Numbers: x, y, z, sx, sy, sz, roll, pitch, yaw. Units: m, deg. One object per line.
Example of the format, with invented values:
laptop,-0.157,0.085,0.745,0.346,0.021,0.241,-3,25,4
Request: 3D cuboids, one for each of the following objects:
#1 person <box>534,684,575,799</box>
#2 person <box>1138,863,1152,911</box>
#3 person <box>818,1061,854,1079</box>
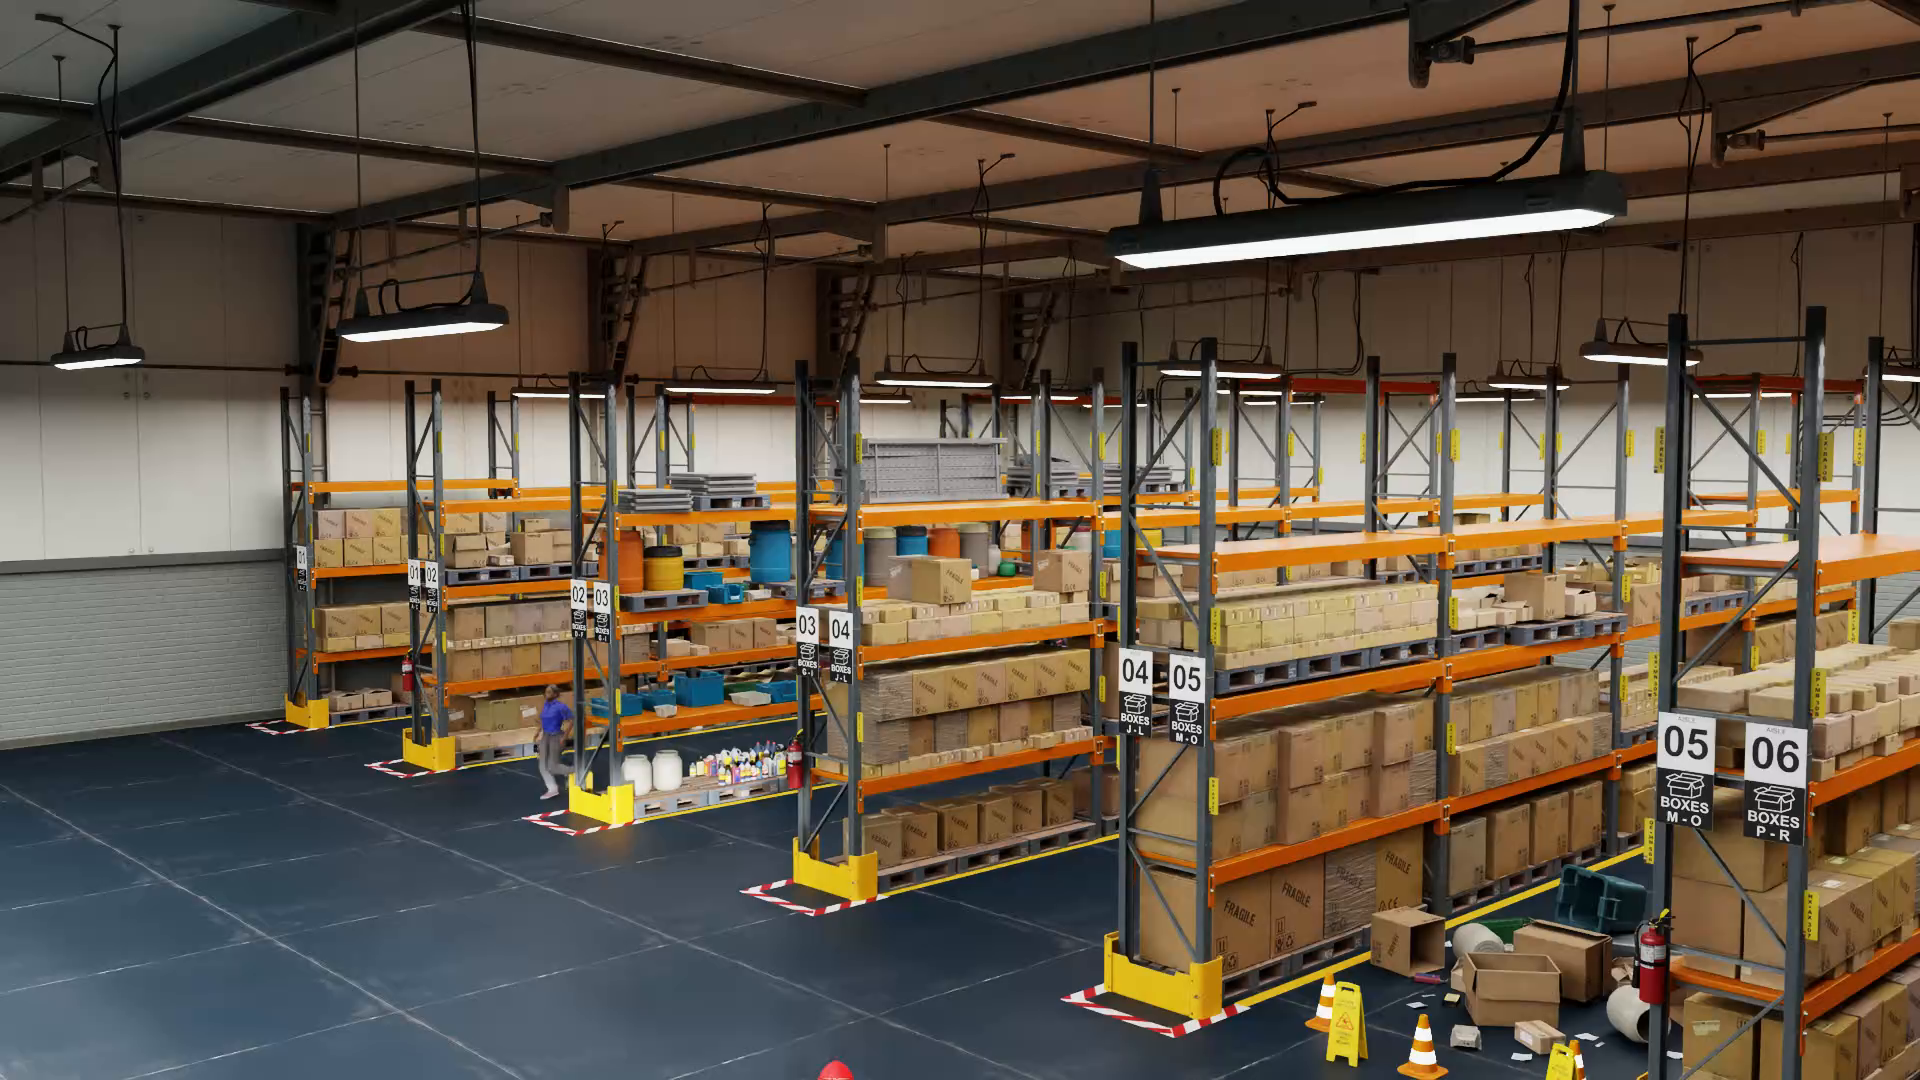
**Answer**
person,-5.742,2.861,23.694,0.611,1.609,0.594,2,4,34
person,2.278,3.127,18.288,0.652,1.761,0.898,2,4,32
person,-0.683,3.719,9.122,0.600,1.729,0.583,-1,4,-8
